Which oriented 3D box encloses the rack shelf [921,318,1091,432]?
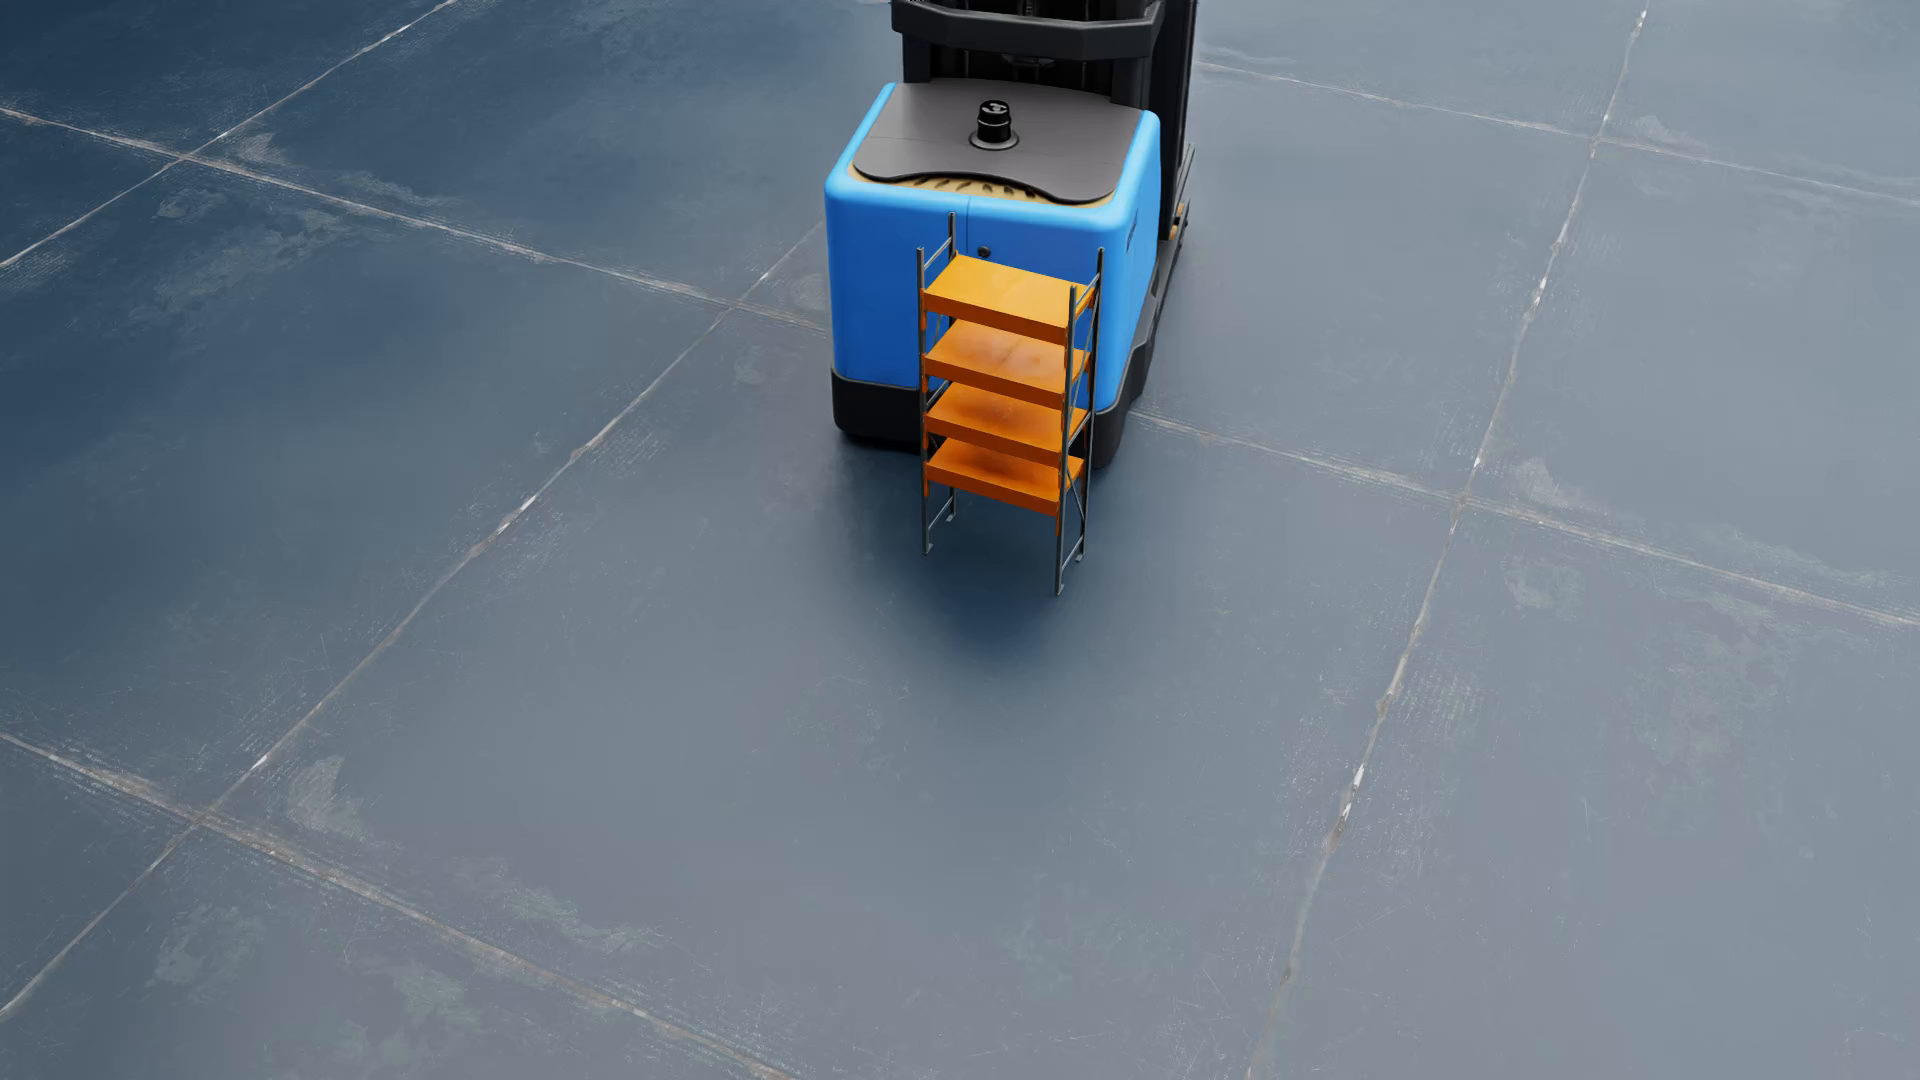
[{"bbox_3d":[0.150,-0.526,5.202,0.480,0.148,0.258,17,44,19],"label":"rack shelf"}]

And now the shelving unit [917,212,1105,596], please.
[{"bbox_3d":[0.150,-0.408,5.304,0.503,1.200,0.258,17,44,19],"label":"shelving unit"}]

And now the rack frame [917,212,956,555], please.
[{"bbox_3d":[-0.071,-0.475,5.382,0.015,1.200,0.240,17,44,19],"label":"rack frame"}]

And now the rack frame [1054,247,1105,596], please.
[{"bbox_3d":[0.371,-0.340,5.226,0.015,1.200,0.240,17,44,19],"label":"rack frame"}]

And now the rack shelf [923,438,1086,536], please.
[{"bbox_3d":[0.150,-0.207,5.478,0.480,0.148,0.258,17,44,19],"label":"rack shelf"}]

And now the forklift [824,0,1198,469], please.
[{"bbox_3d":[0.378,-2.337,6.208,1.130,2.935,3.031,9,42,10],"label":"forklift"}]

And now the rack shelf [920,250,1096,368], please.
[{"bbox_3d":[0.150,-0.705,5.047,0.480,0.148,0.258,17,44,19],"label":"rack shelf"}]

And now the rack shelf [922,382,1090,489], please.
[{"bbox_3d":[0.150,-0.357,5.348,0.480,0.148,0.258,17,44,19],"label":"rack shelf"}]
